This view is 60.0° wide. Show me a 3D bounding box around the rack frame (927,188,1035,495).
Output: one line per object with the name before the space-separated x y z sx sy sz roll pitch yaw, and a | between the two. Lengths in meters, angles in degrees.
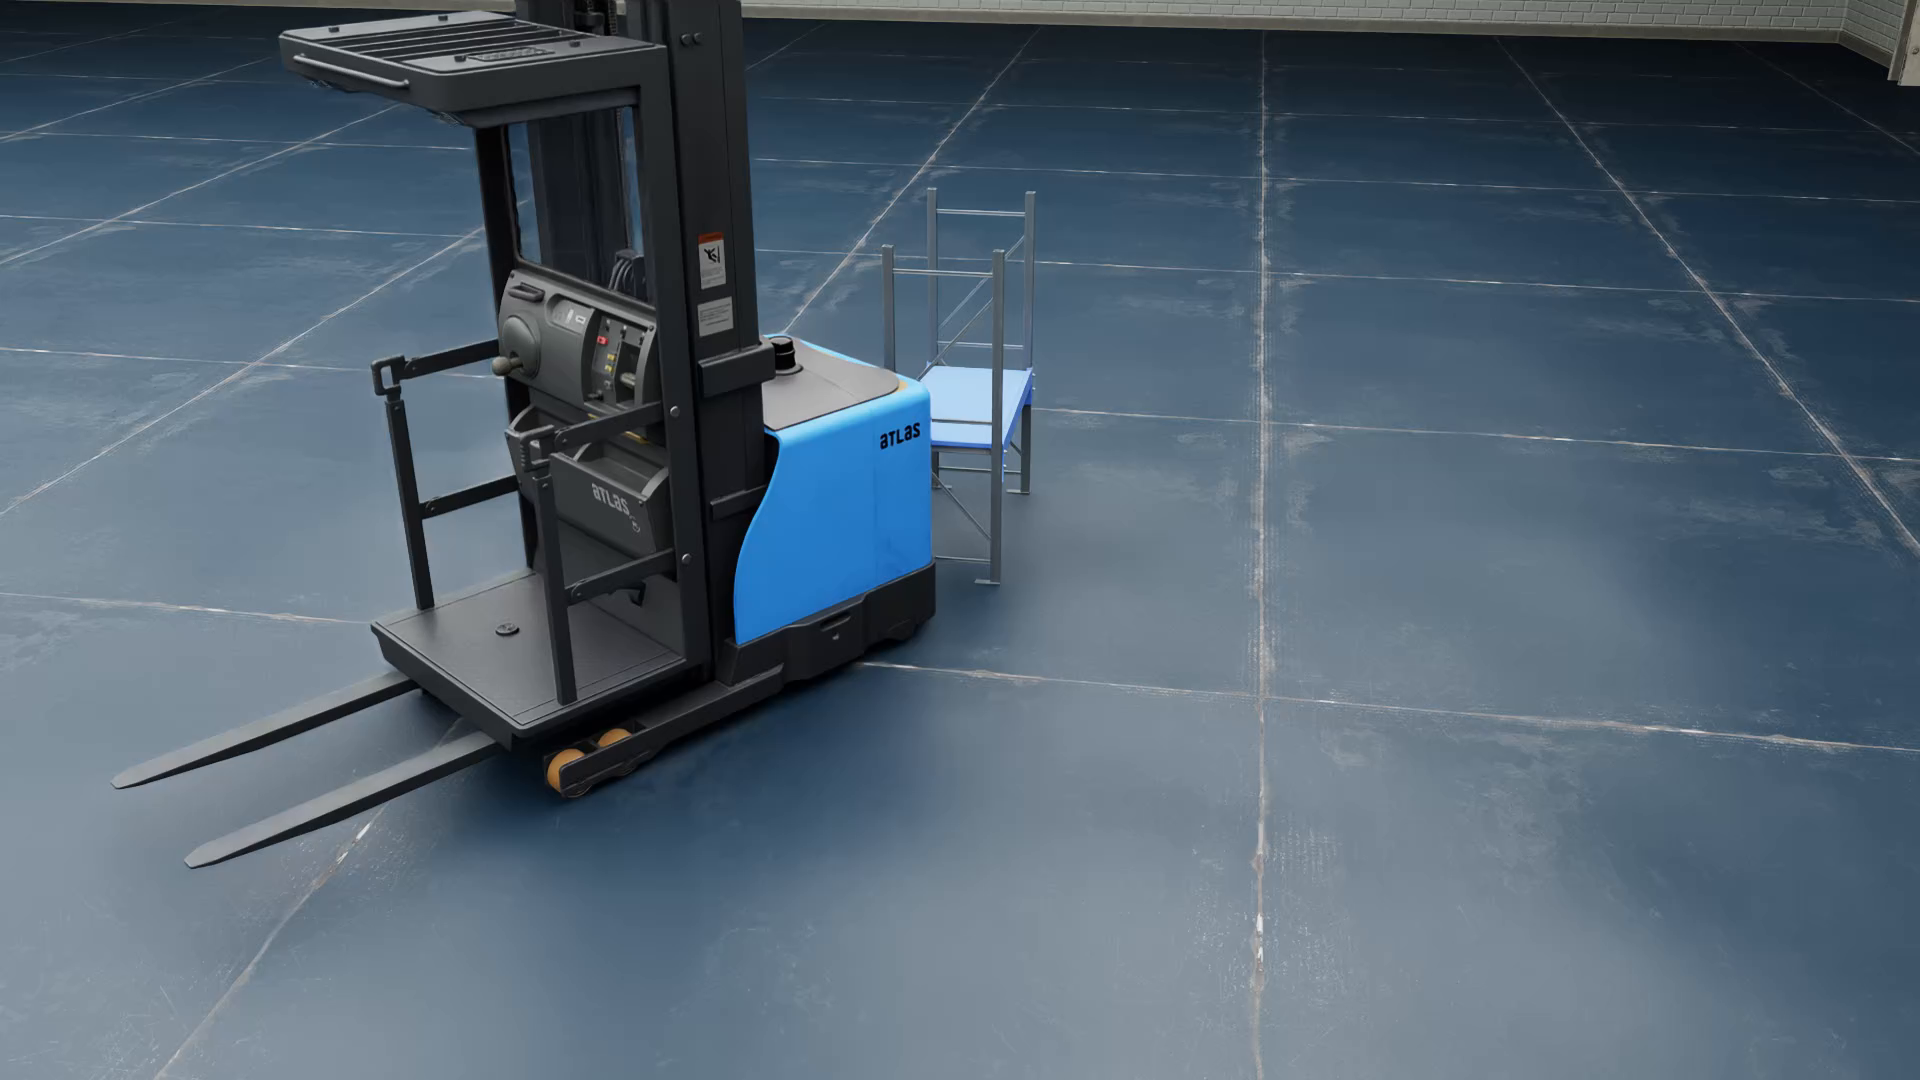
rack frame | 0.097 -0.928 7.962 0.500 1.500 0.032 4 25 9

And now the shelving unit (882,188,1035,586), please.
shelving unit | 0.014 -0.715 7.508 0.538 1.500 1.048 4 25 9

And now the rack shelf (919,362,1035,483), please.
rack shelf | 0.014 -0.552 7.585 0.538 0.185 1.000 4 25 9

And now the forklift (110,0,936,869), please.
forklift | -1.505 -0.673 5.731 3.031 2.935 1.130 -23 33 -39

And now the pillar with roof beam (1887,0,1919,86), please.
pillar with roof beam | 6.461 -9.542 17.522 9.100 9.000 0.400 4 25 9

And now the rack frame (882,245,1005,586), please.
rack frame | -0.069 -0.502 7.054 0.500 1.500 0.032 4 25 9
